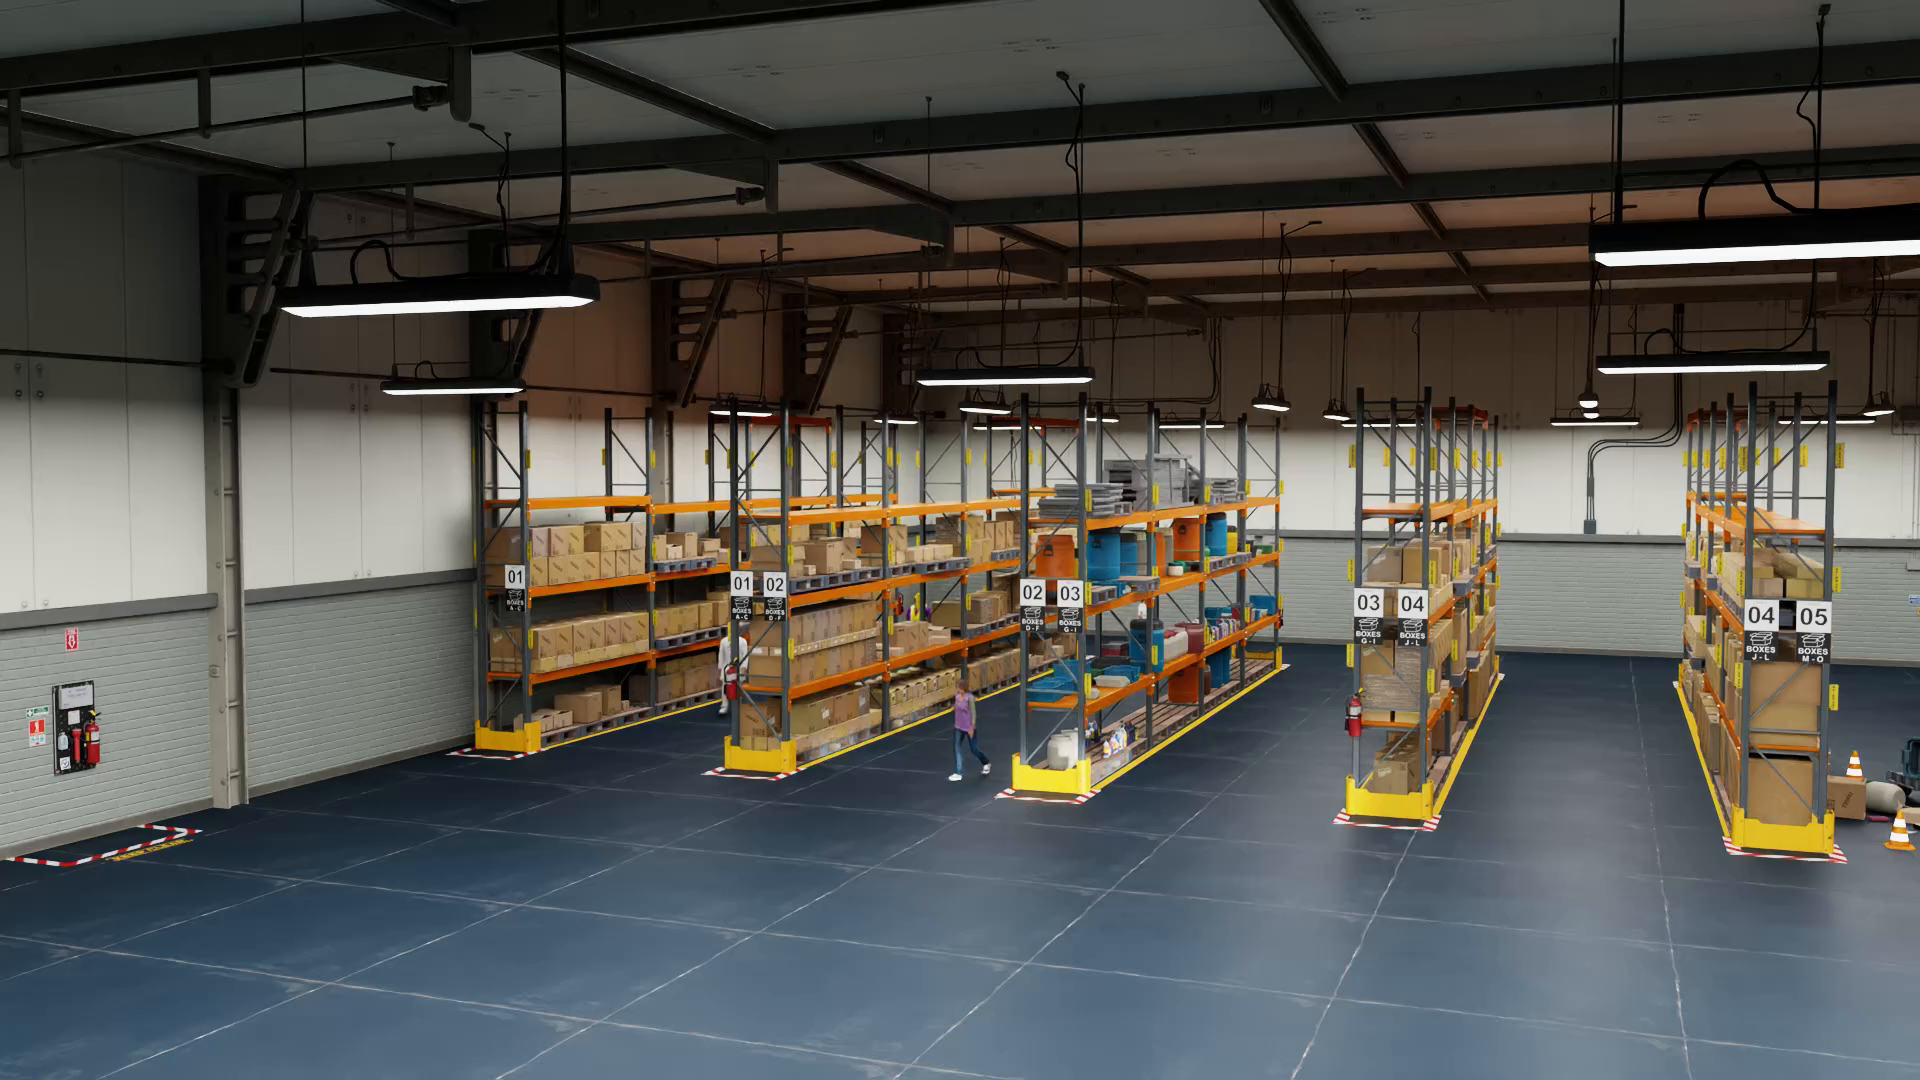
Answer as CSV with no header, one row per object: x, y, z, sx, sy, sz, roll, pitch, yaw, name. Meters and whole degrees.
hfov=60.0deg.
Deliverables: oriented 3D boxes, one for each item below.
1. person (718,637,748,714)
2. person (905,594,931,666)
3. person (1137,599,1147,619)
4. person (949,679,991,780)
-4.442,2.527,32.554,0.600,1.729,1.104,0,3,-8,person
-1.053,2.166,40.334,0.584,1.705,1.071,1,3,25,person
4.514,2.200,40.926,0.447,1.716,0.542,0,3,9,person
0.136,2.950,26.017,0.435,1.564,0.823,2,4,41,person
